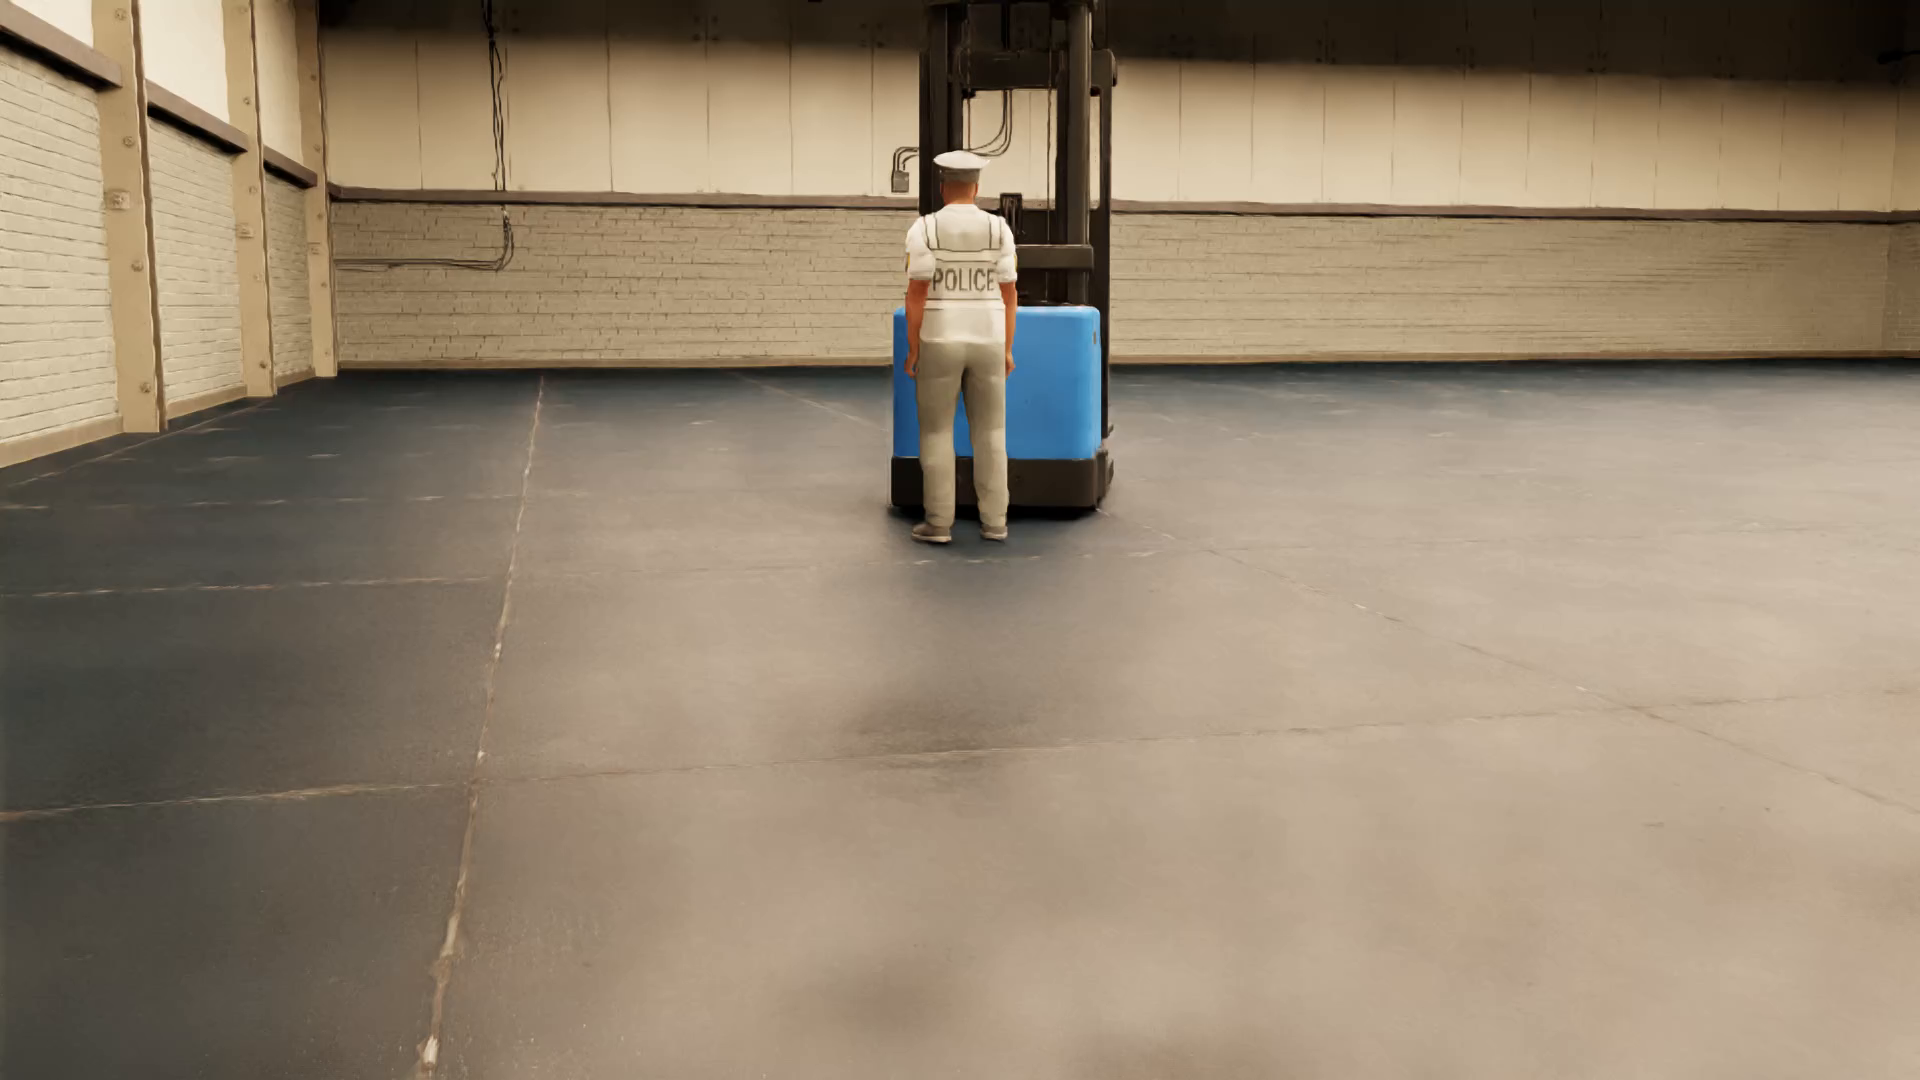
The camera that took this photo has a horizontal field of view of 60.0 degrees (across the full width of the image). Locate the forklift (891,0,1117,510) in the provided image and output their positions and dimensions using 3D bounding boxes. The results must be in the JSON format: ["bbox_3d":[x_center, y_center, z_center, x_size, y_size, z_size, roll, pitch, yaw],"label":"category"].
[{"bbox_3d":[0.346,-1.765,9.742,1.130,2.935,3.031,1,8,7],"label":"forklift"}]

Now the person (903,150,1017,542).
[{"bbox_3d":[-0.004,-0.879,7.600,0.523,1.773,0.396,-2,8,-13],"label":"person"}]
